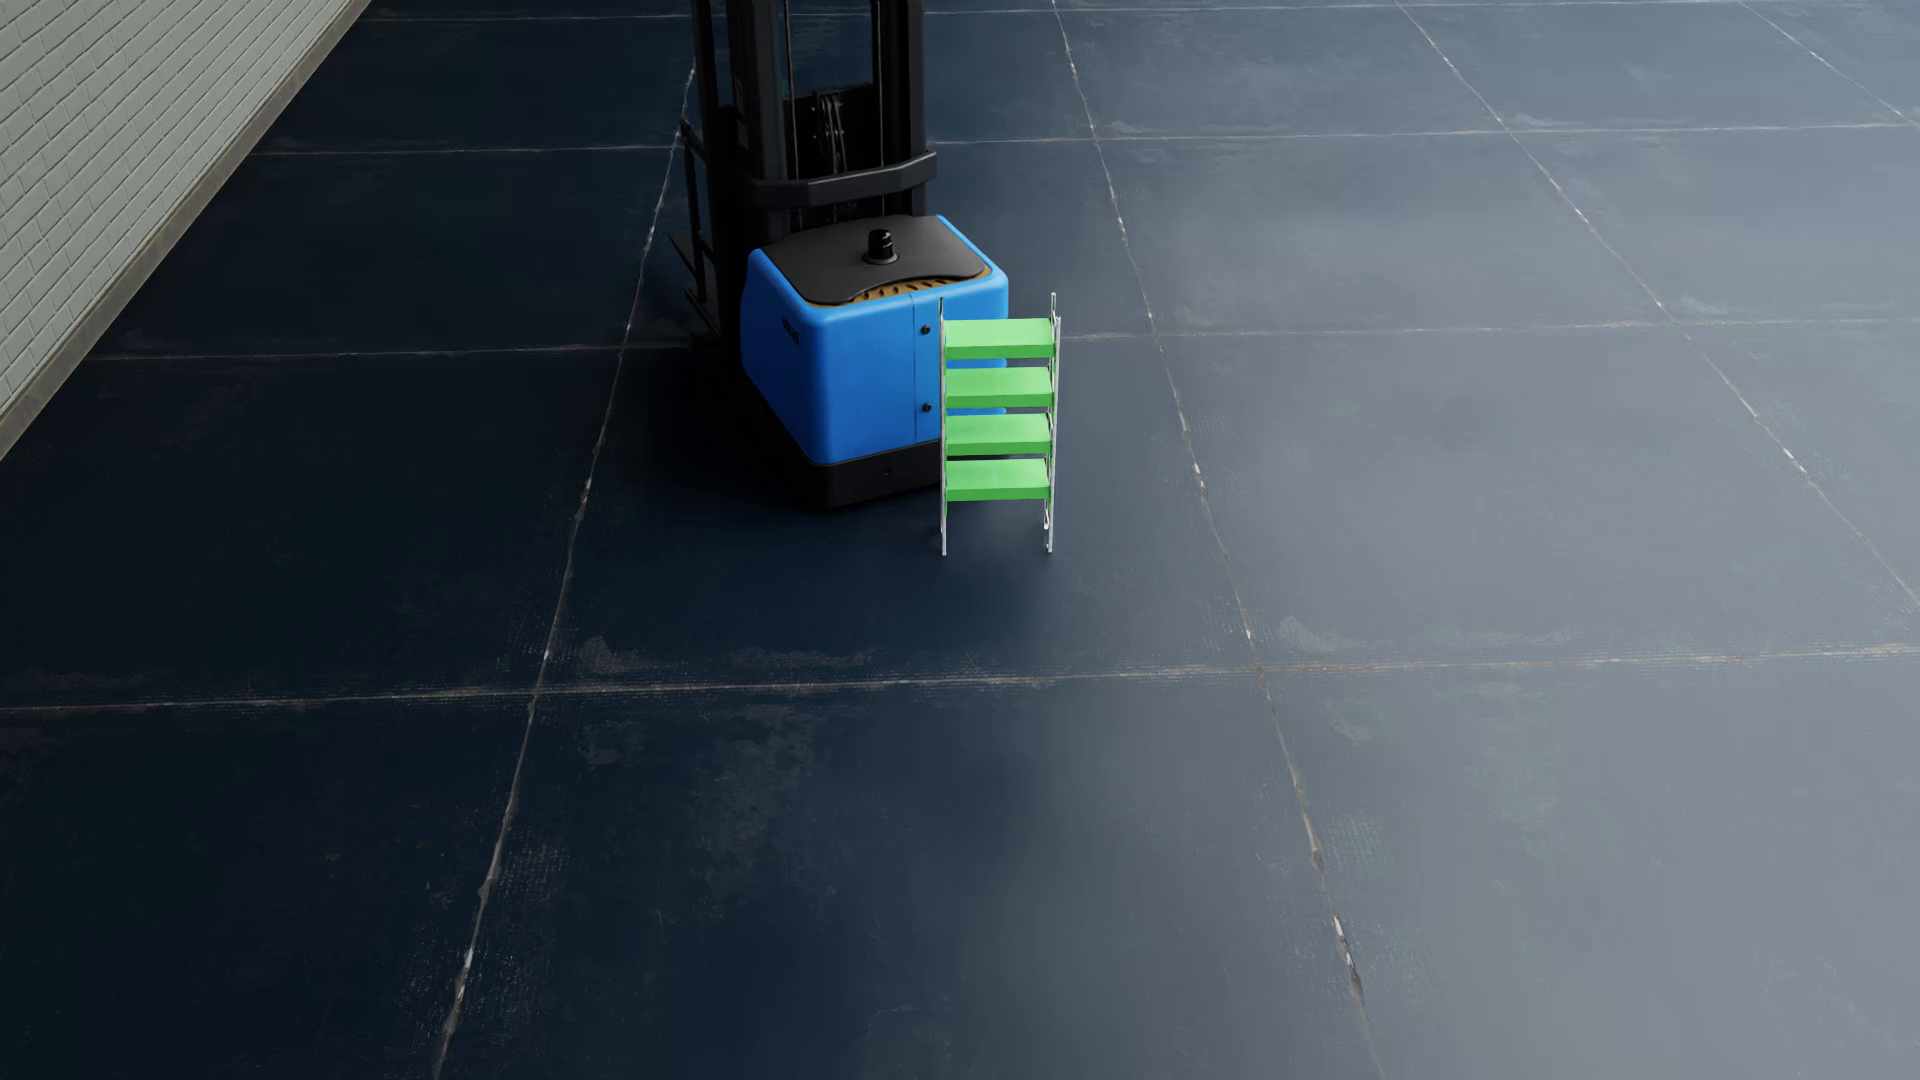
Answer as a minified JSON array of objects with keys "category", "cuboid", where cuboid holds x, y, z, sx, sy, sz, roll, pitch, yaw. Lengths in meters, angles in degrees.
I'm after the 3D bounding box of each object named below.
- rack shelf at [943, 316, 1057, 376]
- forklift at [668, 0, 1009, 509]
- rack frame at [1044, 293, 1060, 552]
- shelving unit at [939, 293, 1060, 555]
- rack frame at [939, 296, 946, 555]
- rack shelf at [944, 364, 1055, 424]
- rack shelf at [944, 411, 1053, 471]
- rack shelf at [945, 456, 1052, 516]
[{"category":"rack shelf","cuboid":[0.165,-0.840,7.178,0.480,0.148,0.258,-2,35,-2]},{"category":"forklift","cuboid":[-0.829,-2.182,8.327,1.130,2.935,3.031,-14,37,-20]},{"category":"rack frame","cuboid":[0.409,-0.504,7.424,0.015,1.200,0.240,-2,35,-2]},{"category":"shelving unit","cuboid":[0.165,-0.498,7.415,0.503,1.200,0.258,-2,35,-2]},{"category":"rack frame","cuboid":[-0.078,-0.491,7.405,0.015,1.200,0.240,-2,35,-2]},{"category":"rack shelf","cuboid":[0.165,-0.643,7.315,0.480,0.148,0.258,-2,35,-2]},{"category":"rack shelf","cuboid":[0.165,-0.445,7.451,0.480,0.148,0.258,-2,35,-2]},{"category":"rack shelf","cuboid":[0.165,-0.248,7.588,0.480,0.148,0.258,-2,35,-2]}]
